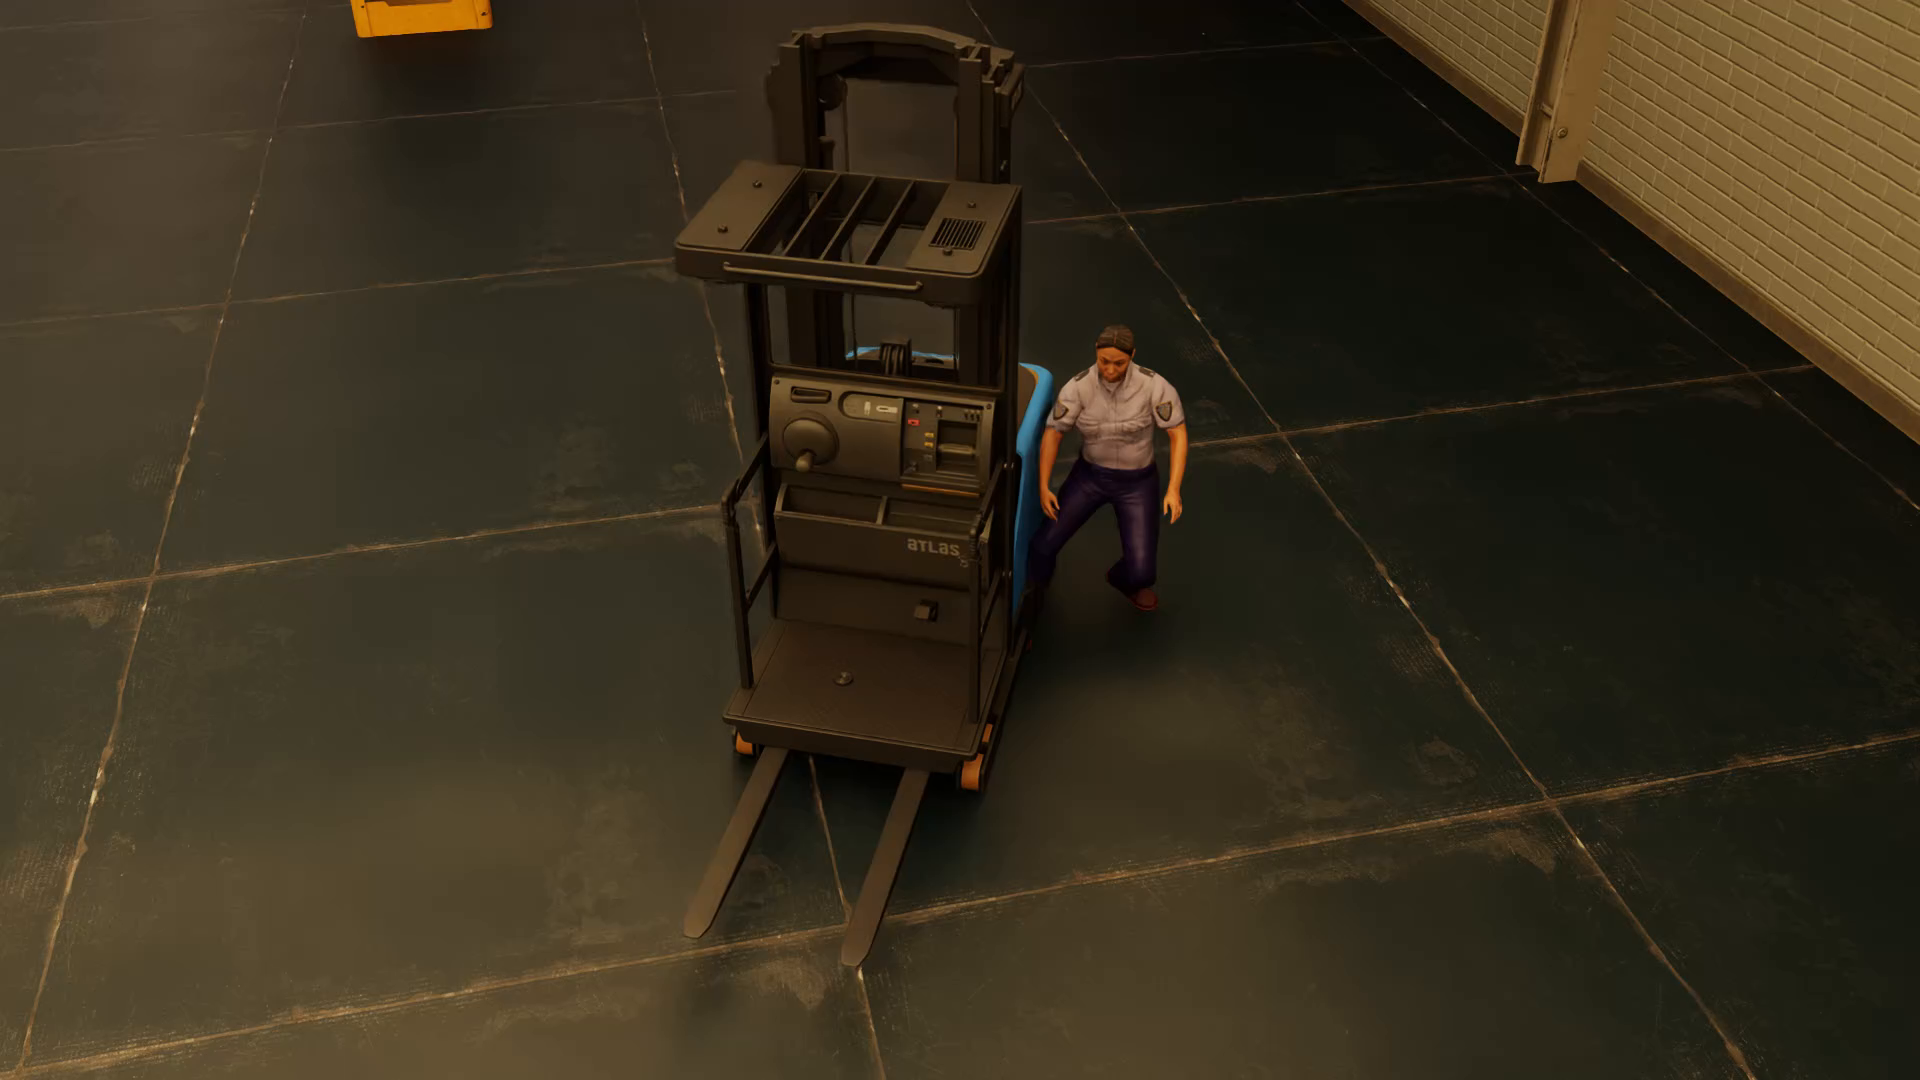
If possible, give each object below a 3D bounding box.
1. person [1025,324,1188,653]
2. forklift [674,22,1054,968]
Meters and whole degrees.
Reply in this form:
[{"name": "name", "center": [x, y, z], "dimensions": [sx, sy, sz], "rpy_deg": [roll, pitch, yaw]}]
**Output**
[{"name": "person", "center": [0.619, -0.205, 7.515], "dimensions": [0.744, 1.550, 0.640], "rpy_deg": [10, 37, 13]}, {"name": "forklift", "center": [-0.365, -0.366, 6.559], "dimensions": [1.130, 2.935, 3.031], "rpy_deg": [7, 36, 10]}]
